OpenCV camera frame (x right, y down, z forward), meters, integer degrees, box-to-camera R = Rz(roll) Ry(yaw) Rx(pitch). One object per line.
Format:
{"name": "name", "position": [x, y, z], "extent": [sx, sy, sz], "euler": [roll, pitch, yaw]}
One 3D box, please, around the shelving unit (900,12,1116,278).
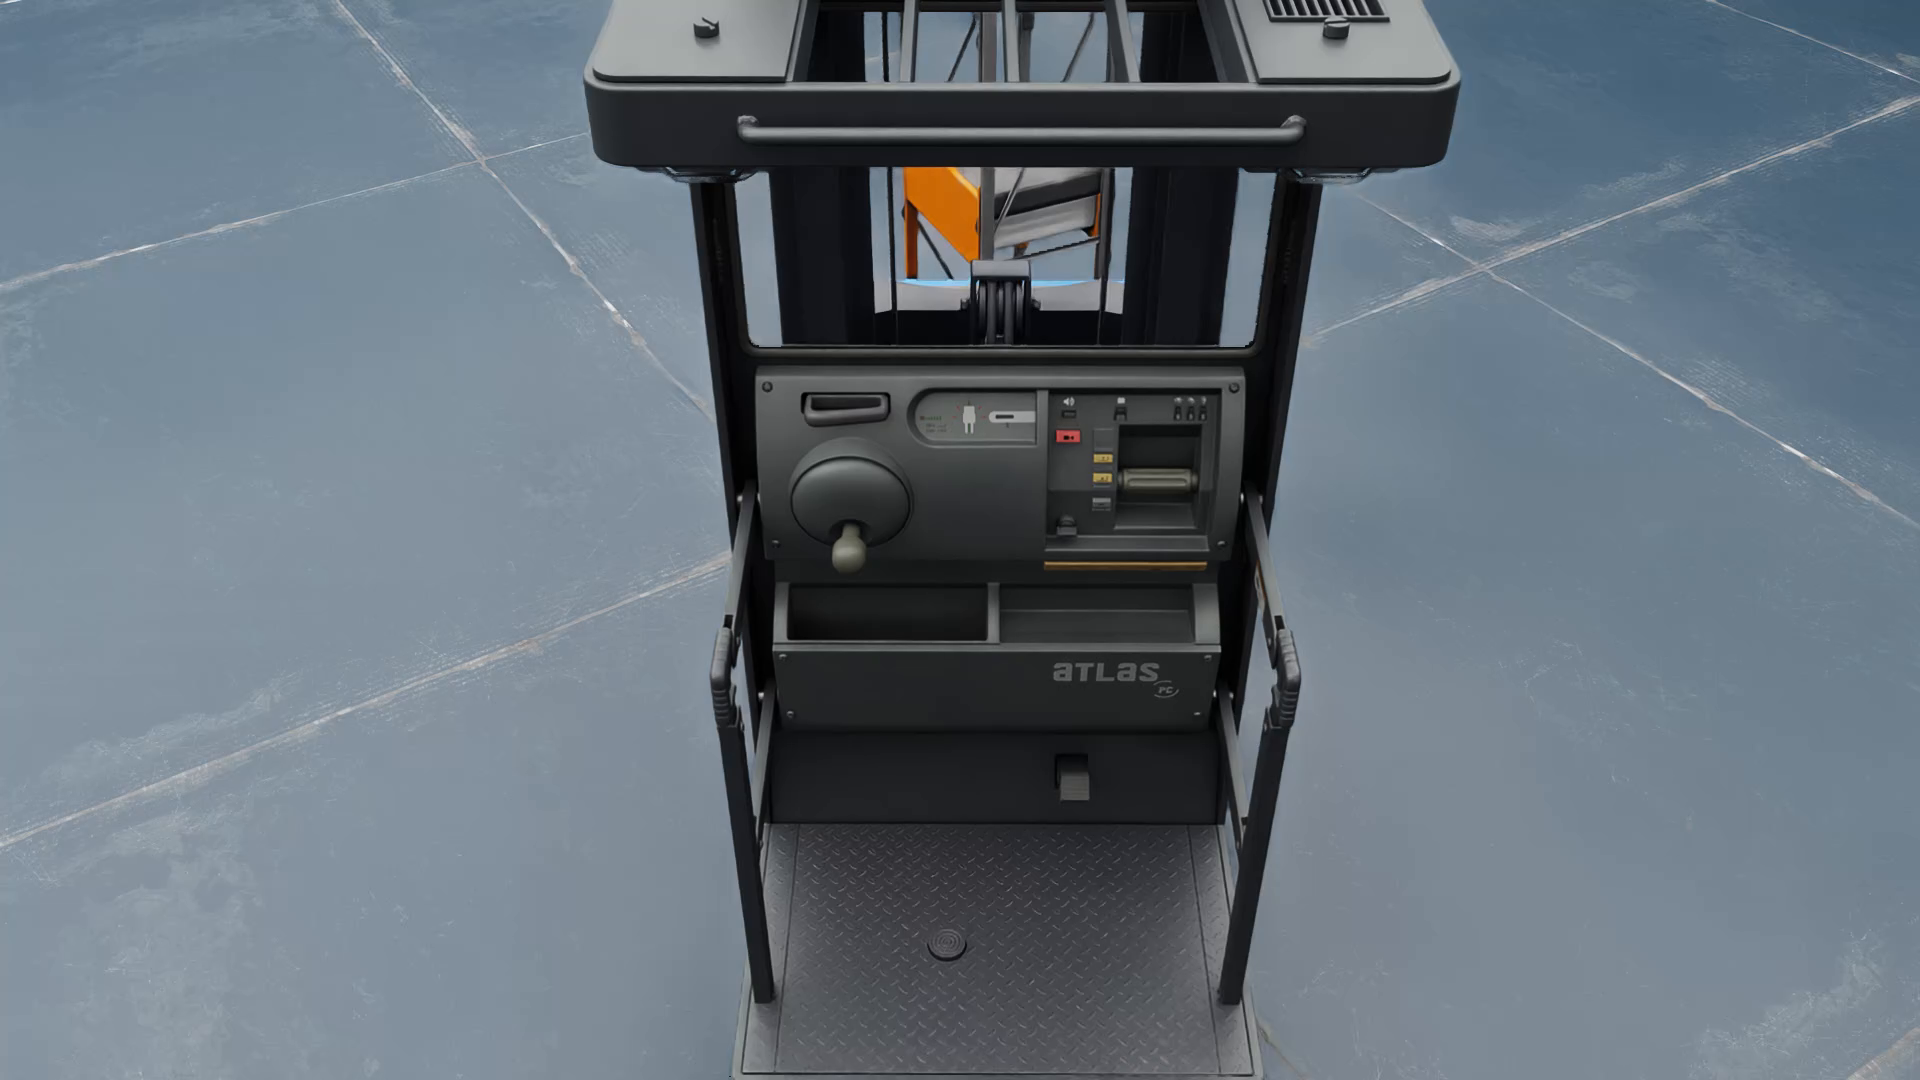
{"name": "shelving unit", "position": [0.128, -0.925, 4.720], "extent": [0.431, 2.100, 0.503], "euler": [-17, 43, -20]}

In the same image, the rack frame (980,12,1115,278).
{"name": "rack frame", "position": [0.236, -0.785, 4.551], "extent": [0.400, 2.100, 0.015], "euler": [-17, 43, -20]}

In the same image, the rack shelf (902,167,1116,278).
{"name": "rack shelf", "position": [0.128, -0.914, 4.728], "extent": [0.431, 0.518, 0.480], "euler": [-17, 43, -20]}

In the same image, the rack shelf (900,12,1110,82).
{"name": "rack shelf", "position": [0.128, -1.452, 4.280], "extent": [0.431, 0.518, 0.480], "euler": [-17, 43, -20]}

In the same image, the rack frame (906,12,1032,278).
{"name": "rack frame", "position": [0.020, -1.065, 4.888], "extent": [0.400, 2.100, 0.015], "euler": [-17, 43, -20]}

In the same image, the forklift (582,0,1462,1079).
{"name": "forklift", "position": [0.078, -0.056, 3.028], "extent": [1.130, 2.935, 3.031], "euler": [0, 40, 0]}
